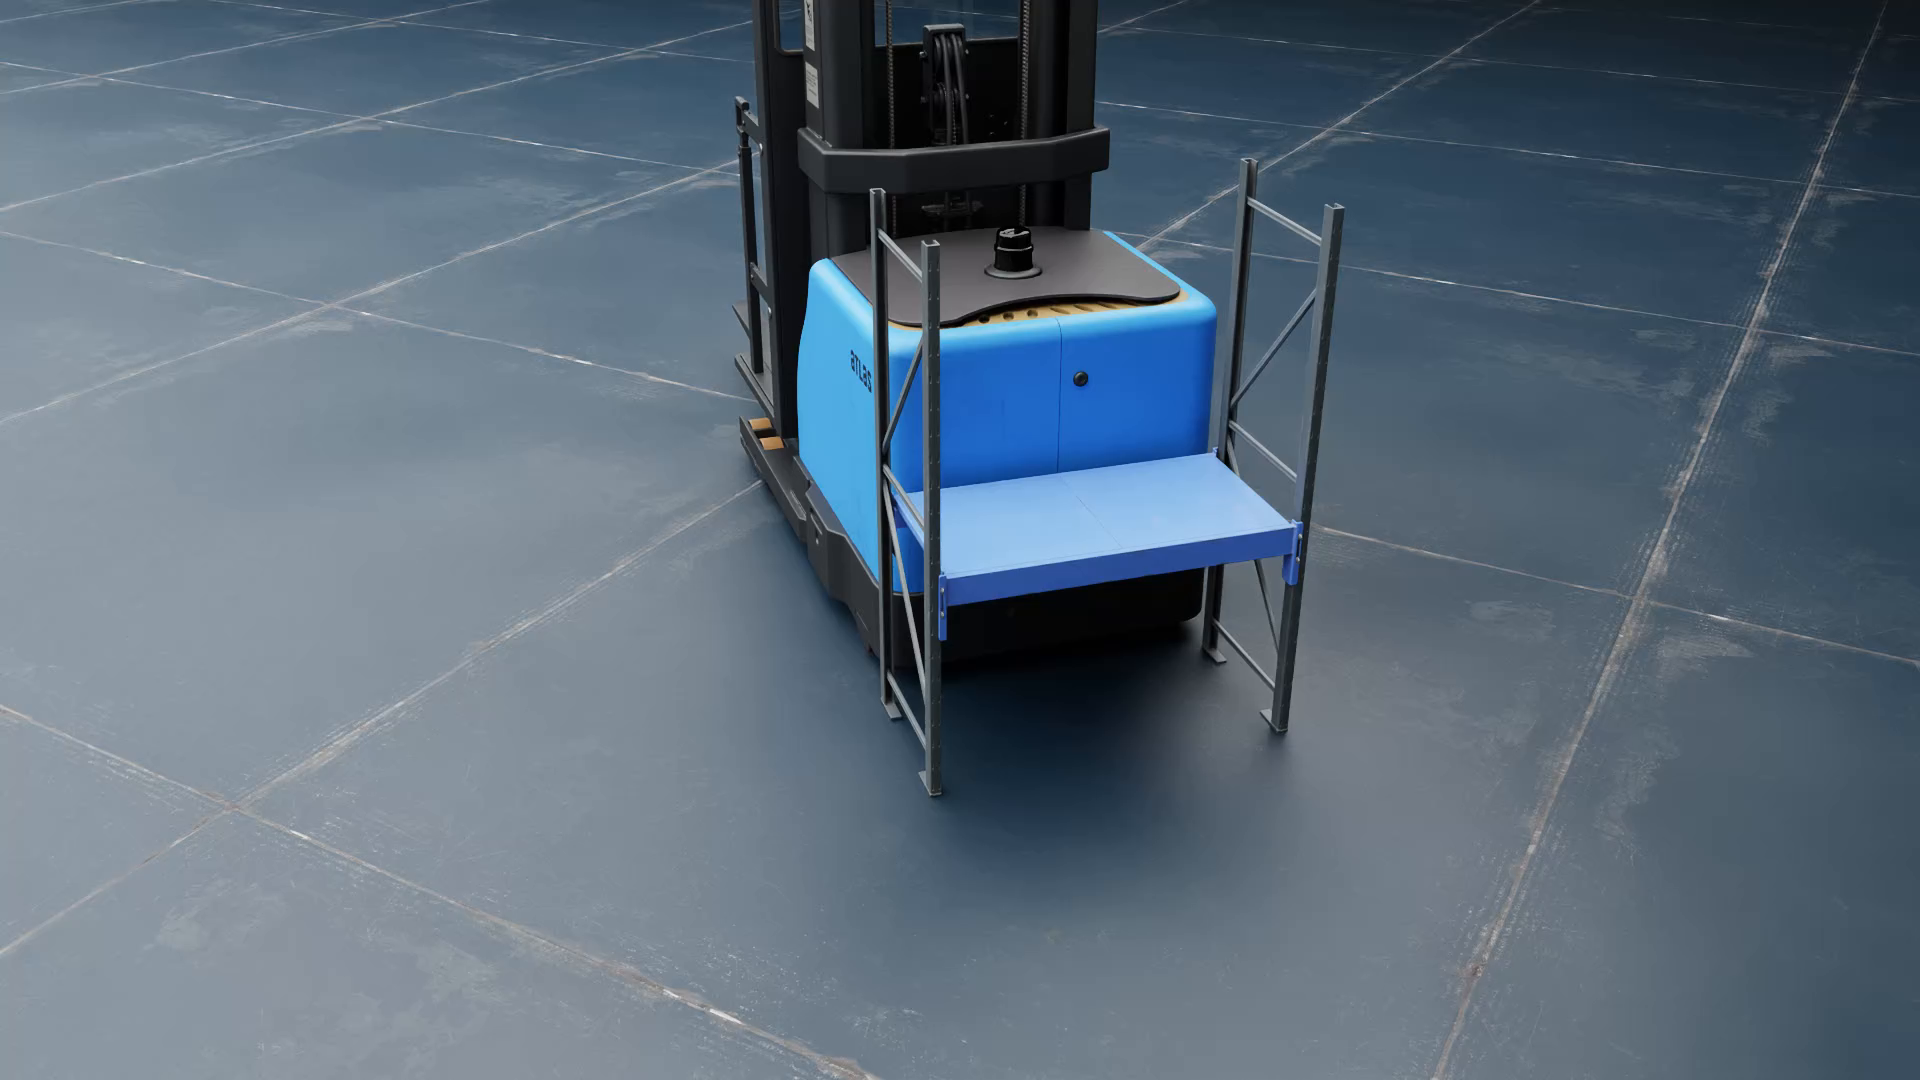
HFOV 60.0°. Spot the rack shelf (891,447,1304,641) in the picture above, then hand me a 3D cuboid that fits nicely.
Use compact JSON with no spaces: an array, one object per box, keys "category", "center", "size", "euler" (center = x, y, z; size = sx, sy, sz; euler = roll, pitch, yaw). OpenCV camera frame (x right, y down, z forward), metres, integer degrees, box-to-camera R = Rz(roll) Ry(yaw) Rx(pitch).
[{"category":"rack shelf","center":[0.347,-0.007,4.485],"size":[1.000,0.185,0.538],"euler":[-8,28,-16]}]

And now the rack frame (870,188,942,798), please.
[{"category":"rack frame","center":[-0.137,-0.098,4.265],"size":[0.032,1.500,0.500],"euler":[-8,28,-16]}]

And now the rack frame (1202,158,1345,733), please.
[{"category":"rack frame","center":[0.832,-0.236,4.541],"size":[0.032,1.500,0.500],"euler":[-8,28,-16]}]

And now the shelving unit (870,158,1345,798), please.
[{"category":"shelving unit","center":[0.348,-0.167,4.403],"size":[1.048,1.500,0.538],"euler":[-8,28,-16]}]

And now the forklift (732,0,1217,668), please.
[{"category":"forklift","center":[-0.201,-1.578,5.628],"size":[1.130,2.935,3.031],"euler":[-9,28,-17]}]
